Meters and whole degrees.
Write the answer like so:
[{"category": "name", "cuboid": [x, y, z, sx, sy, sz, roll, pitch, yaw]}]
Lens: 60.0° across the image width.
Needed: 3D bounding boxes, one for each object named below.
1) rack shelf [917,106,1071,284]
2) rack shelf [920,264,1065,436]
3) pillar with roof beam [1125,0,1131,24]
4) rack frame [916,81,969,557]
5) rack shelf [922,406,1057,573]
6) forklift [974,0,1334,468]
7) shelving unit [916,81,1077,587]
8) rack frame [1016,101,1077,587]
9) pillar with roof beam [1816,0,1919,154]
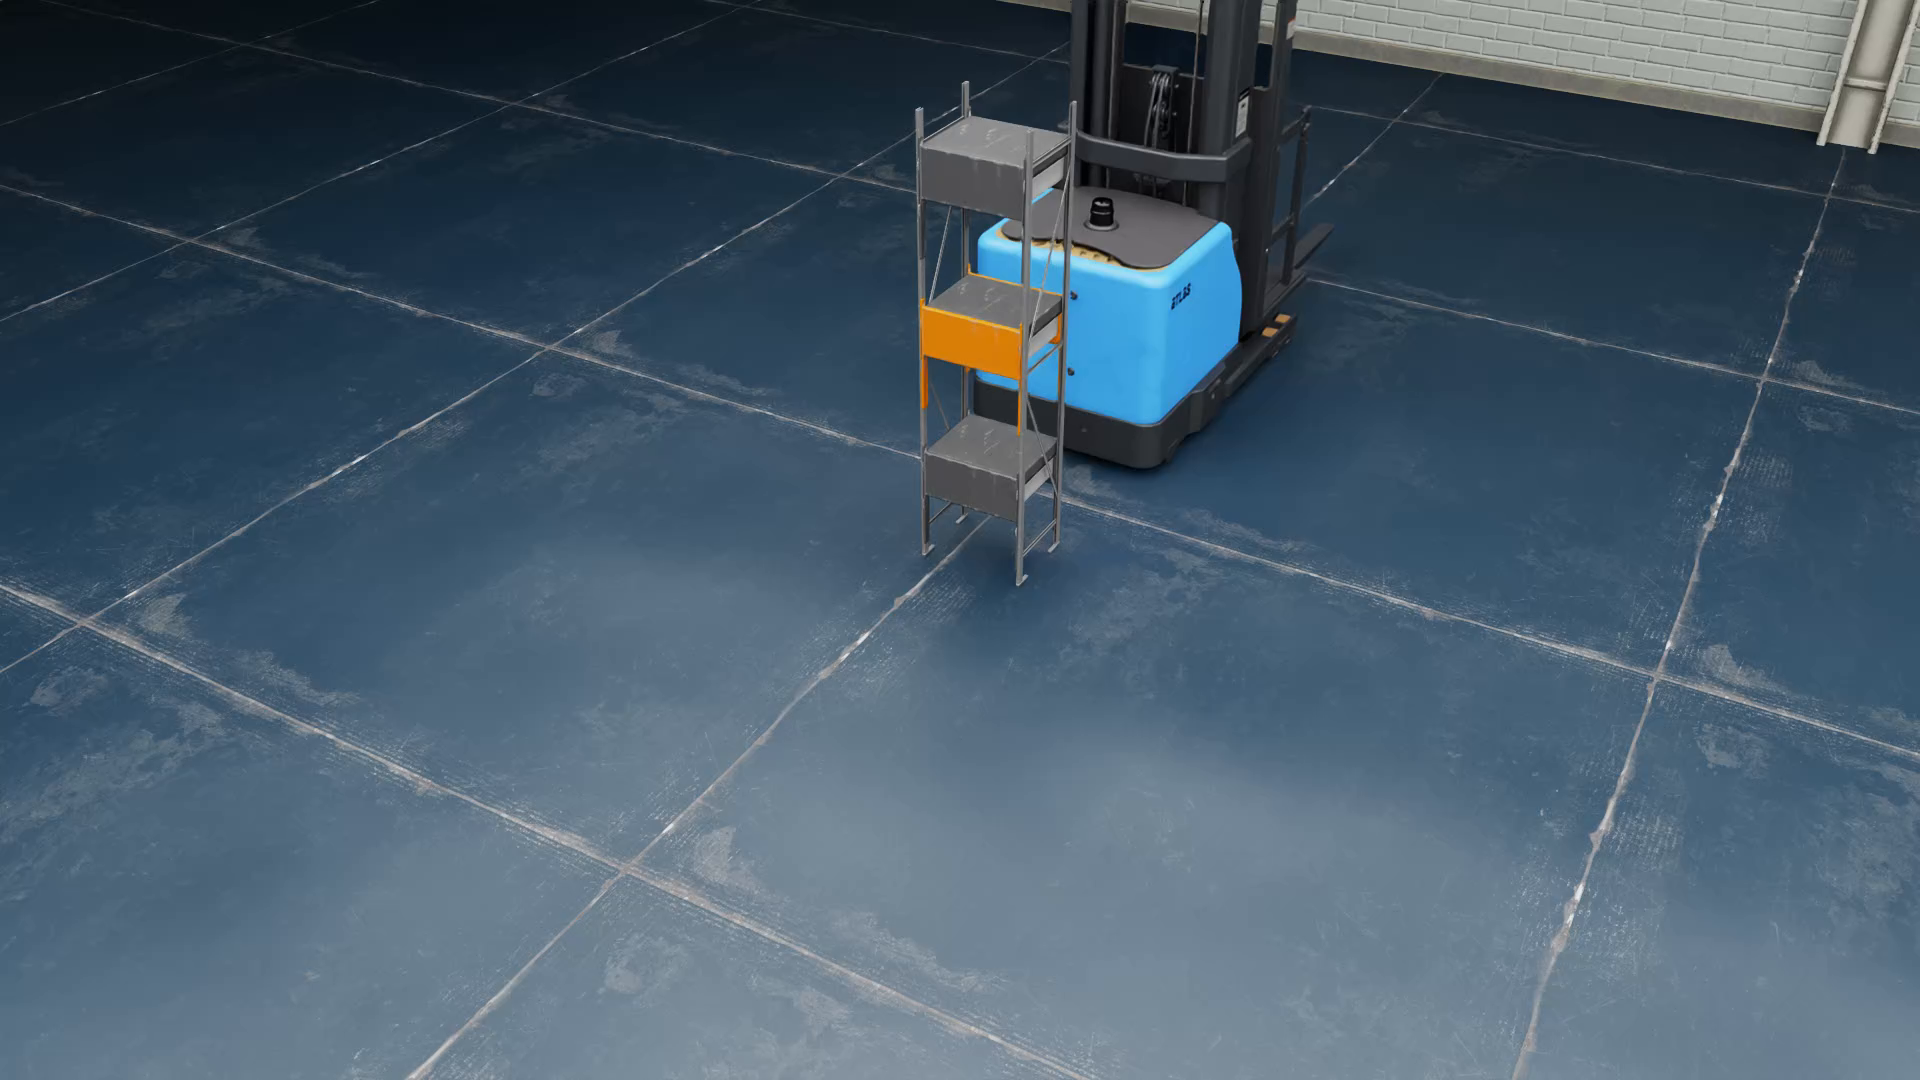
[{"category": "rack shelf", "cuboid": [0.144, -1.400, 6.719, 0.480, 0.518, 0.431, 18, 37, 24]}, {"category": "rack shelf", "cuboid": [0.144, -0.817, 7.107, 0.480, 0.518, 0.431, 18, 37, 24]}, {"category": "pillar with roof beam", "cuboid": [-0.889, -6.214, 8.962, 0.400, 9.000, 9.100, 18, 37, 24]}, {"category": "rack frame", "cuboid": [-0.068, -0.896, 7.200, 0.015, 2.100, 0.400, 18, 37, 24]}, {"category": "rack shelf", "cuboid": [0.144, -0.234, 7.495, 0.480, 0.518, 0.431, 18, 37, 24]}, {"category": "forklift", "cuboid": [1.253, -2.358, 8.647, 1.130, 2.935, 3.031, 18, 38, 25]}, {"category": "shelving unit", "cuboid": [0.144, -0.828, 7.100, 0.503, 2.100, 0.431, 18, 37, 24]}, {"category": "rack frame", "cuboid": [0.356, -0.761, 6.999, 0.015, 2.100, 0.400, 18, 37, 24]}, {"category": "pillar with roof beam", "cuboid": [4.320, -4.563, 6.484, 0.400, 9.000, 9.100, 18, 37, 24]}]
